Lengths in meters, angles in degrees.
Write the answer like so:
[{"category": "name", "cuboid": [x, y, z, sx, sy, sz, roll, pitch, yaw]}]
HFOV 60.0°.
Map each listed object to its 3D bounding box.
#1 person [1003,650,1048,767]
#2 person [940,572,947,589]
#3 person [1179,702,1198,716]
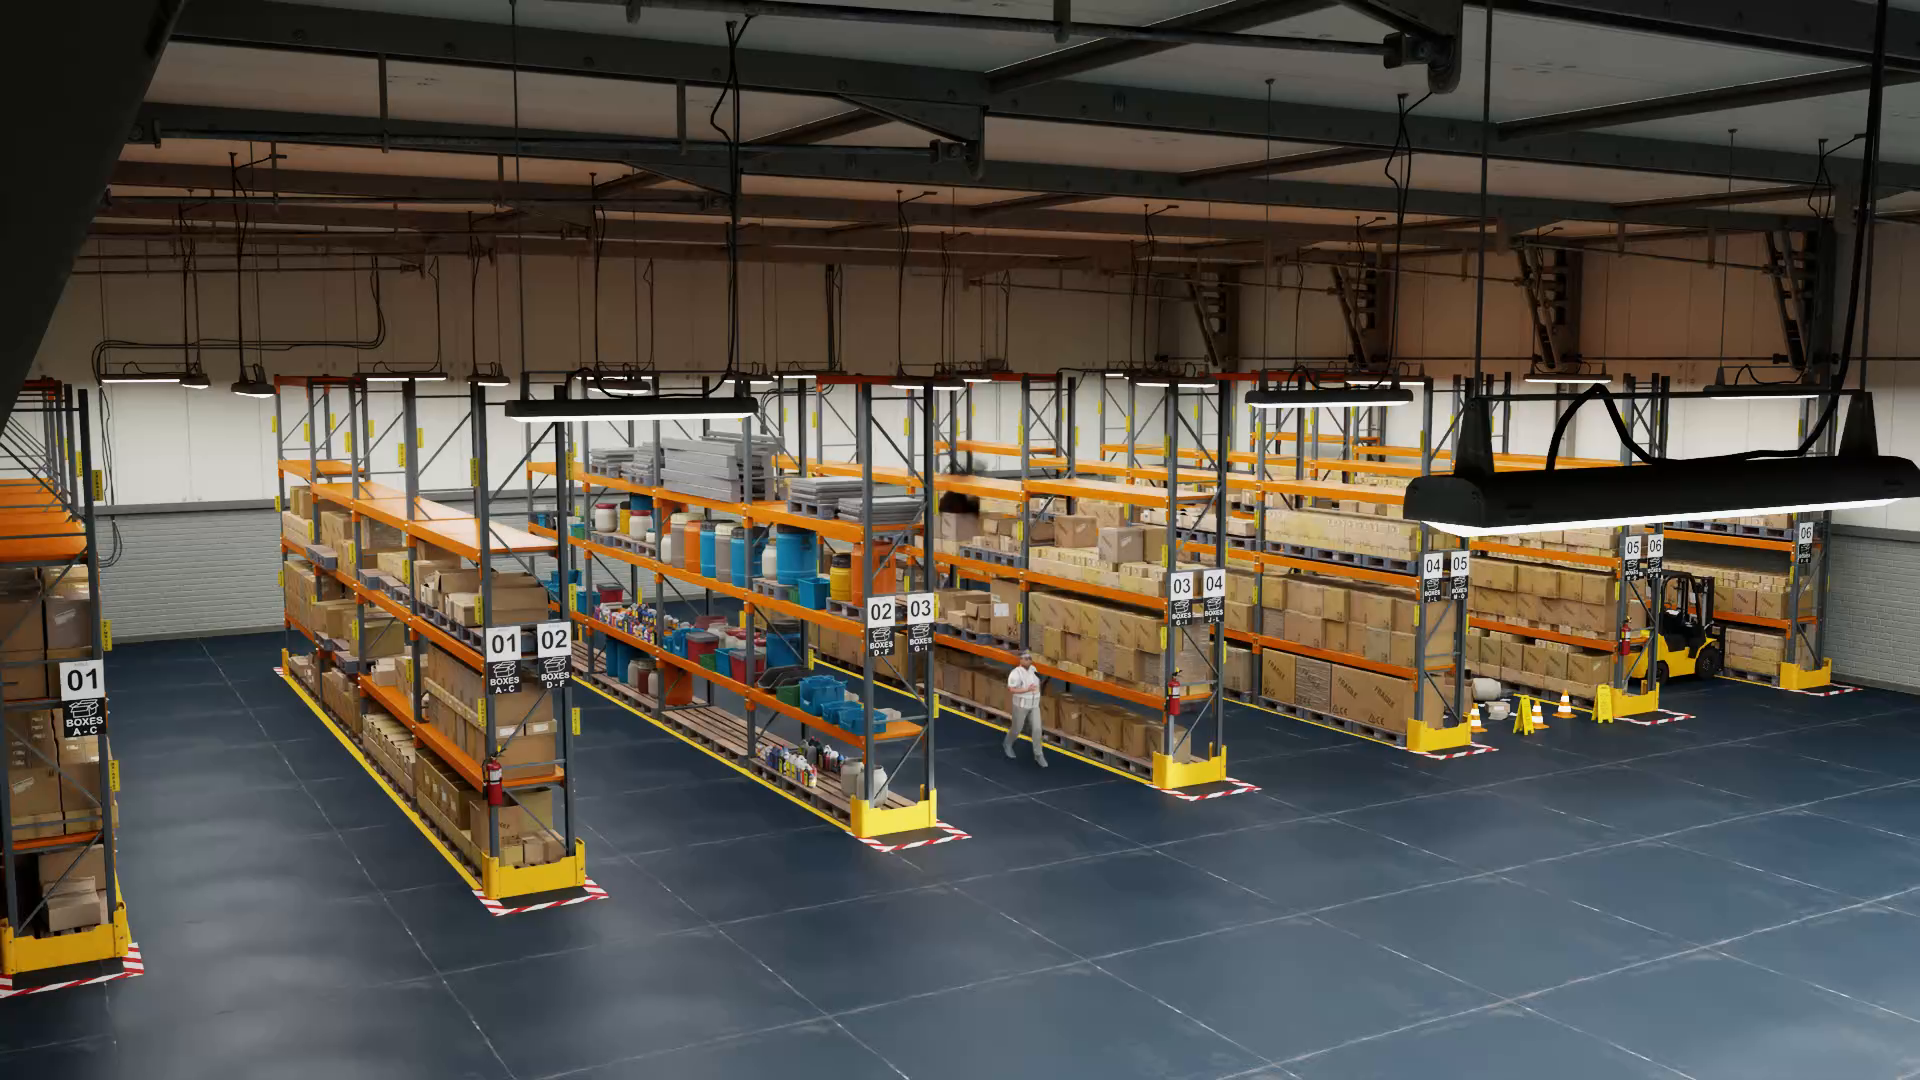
[{"category": "person", "cuboid": [1.026, 2.587, 25.988, 0.656, 1.788, 0.964, -4, 7, -31]}, {"category": "person", "cuboid": [-0.506, 0.957, 42.037, 0.714, 1.667, 0.637, -5, 8, -36]}, {"category": "person", "cuboid": [4.089, 2.298, 29.483, 0.544, 1.651, 0.688, -4, 7, -33]}]
